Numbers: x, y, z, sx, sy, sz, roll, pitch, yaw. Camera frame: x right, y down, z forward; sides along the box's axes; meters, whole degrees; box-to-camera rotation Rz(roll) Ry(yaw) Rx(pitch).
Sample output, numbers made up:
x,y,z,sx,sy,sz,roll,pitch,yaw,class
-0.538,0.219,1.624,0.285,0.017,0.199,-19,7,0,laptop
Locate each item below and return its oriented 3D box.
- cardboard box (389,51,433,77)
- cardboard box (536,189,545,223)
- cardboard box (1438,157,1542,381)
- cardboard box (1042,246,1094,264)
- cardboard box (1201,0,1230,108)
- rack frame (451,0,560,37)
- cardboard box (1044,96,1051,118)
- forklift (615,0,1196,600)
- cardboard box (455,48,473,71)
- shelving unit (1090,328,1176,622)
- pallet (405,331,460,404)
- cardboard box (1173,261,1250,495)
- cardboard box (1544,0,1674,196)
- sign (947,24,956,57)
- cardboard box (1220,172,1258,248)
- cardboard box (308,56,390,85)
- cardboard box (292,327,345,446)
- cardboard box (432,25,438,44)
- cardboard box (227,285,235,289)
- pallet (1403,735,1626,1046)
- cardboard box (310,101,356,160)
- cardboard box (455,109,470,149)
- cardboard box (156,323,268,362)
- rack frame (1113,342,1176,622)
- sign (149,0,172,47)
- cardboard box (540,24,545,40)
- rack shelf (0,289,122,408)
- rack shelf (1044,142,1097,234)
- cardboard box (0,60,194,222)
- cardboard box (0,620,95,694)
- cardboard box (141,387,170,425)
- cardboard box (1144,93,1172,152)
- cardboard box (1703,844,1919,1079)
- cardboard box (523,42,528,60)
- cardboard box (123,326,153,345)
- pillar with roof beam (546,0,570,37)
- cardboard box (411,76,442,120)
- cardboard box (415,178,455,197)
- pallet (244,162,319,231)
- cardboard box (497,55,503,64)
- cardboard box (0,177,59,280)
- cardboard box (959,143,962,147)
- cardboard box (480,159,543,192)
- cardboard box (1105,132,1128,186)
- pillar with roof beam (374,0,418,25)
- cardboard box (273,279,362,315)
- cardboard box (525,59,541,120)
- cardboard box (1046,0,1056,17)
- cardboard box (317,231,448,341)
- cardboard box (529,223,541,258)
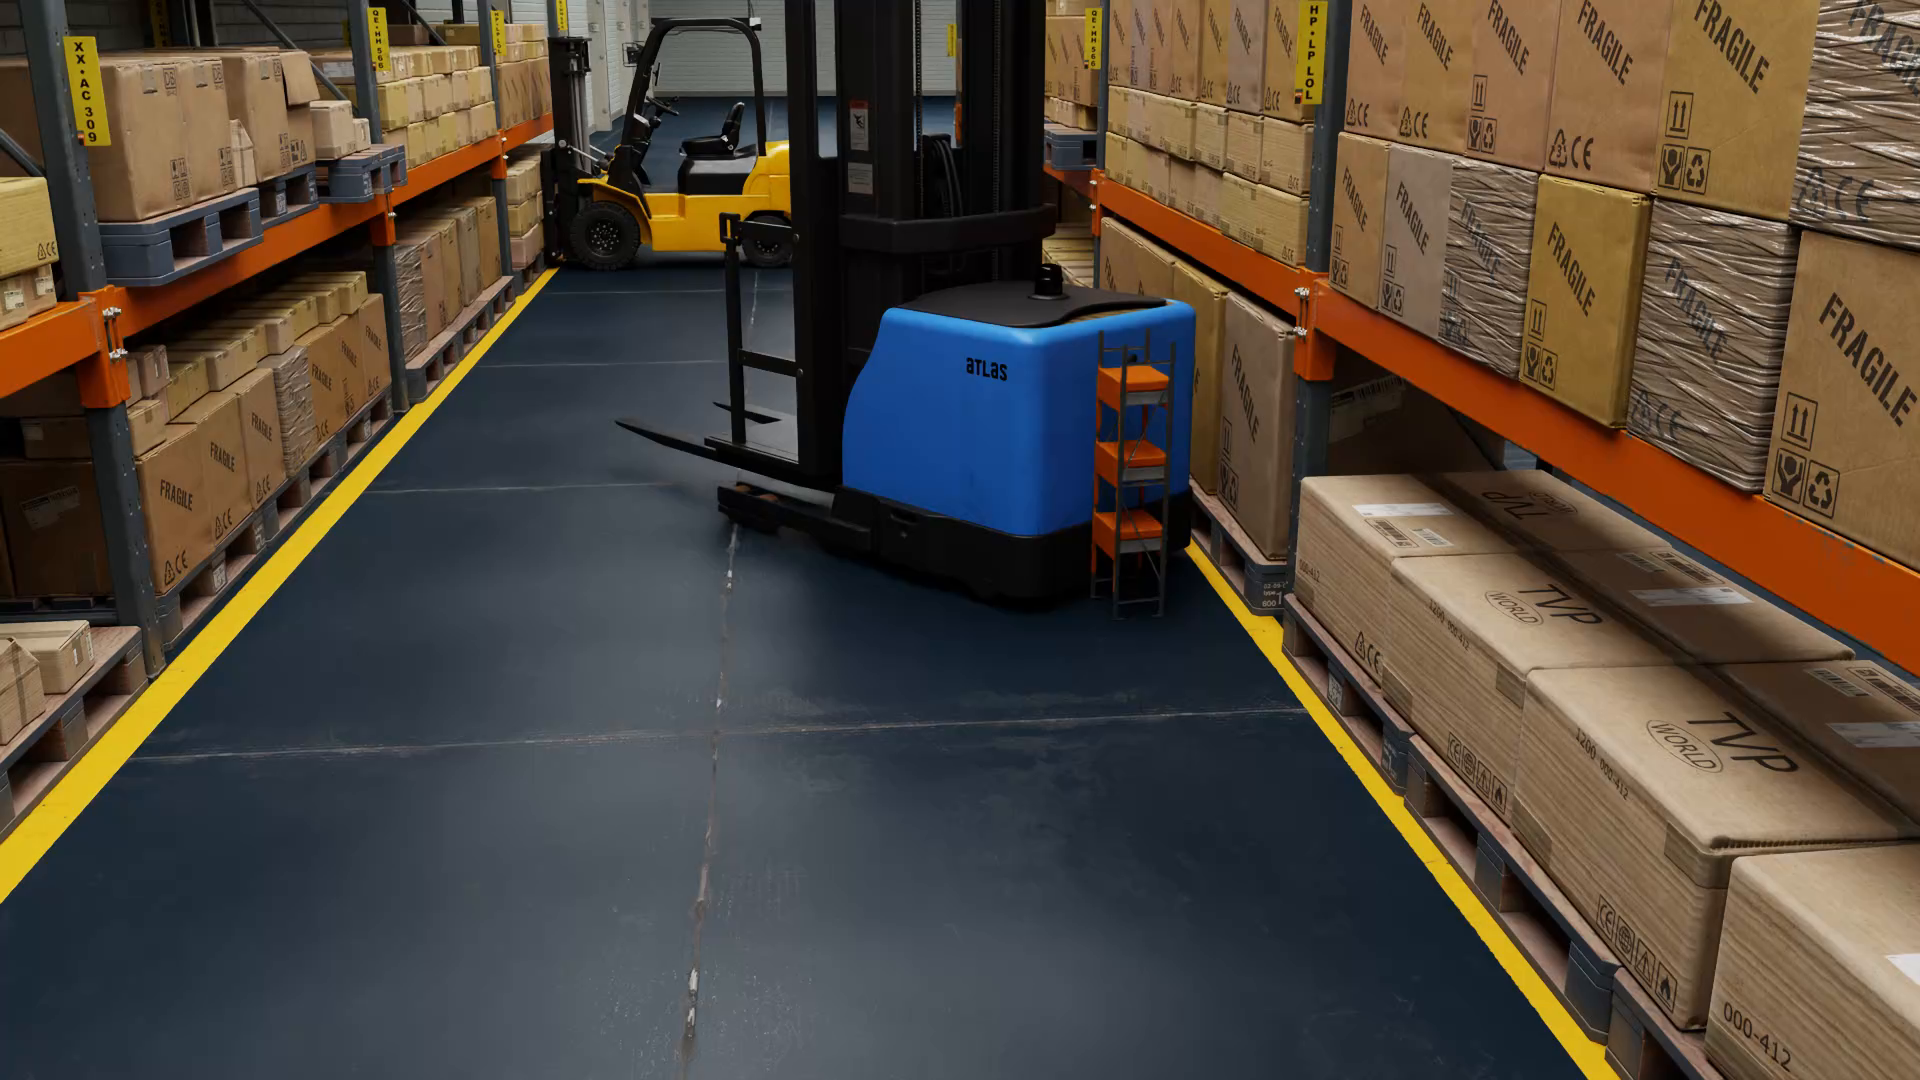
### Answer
x,y,z,sx,sy,sz,roll,pitch,yaw,class
-3.536,-2.991,10.446,0.380,0.149,0.250,-1,17,-4,cardboard box
-3.902,-2.918,14.518,0.500,0.250,0.500,-2,18,-6,cardboard box
1.578,-0.709,4.262,0.500,0.500,0.500,-2,18,-5,cardboard box
1.079,-1.861,11.782,0.950,0.372,0.625,-1,17,-4,cardboard box
1.308,-2.064,6.907,0.500,0.500,0.500,-1,17,-4,cardboard box
-4.477,-4.529,16.595,1.000,3.000,0.127,-2,18,-6,rack frame
0.778,-2.930,11.220,0.380,0.149,0.250,-2,18,-7,cardboard box
-0.436,-1.531,7.162,1.130,2.935,3.031,-16,24,-42,forklift
-3.632,-3.374,11.667,0.380,0.149,0.250,-2,18,-7,cardboard box
0.637,-0.240,6.174,0.215,1.050,0.252,-5,20,-15,shelving unit
-3.698,-1.061,10.206,1.003,0.211,1.213,-2,18,-6,pallet
1.453,-0.746,7.391,0.875,0.875,0.875,-1,17,-4,cardboard box
1.642,-1.030,3.612,0.500,0.500,0.500,-2,18,-6,cardboard box
-0.080,-5.080,16.904,0.100,0.325,0.005,-2,18,-6,sign
1.349,-1.314,6.606,0.500,0.250,0.500,-2,18,-6,cardboard box
-3.392,-2.607,9.222,0.380,0.149,0.250,-1,17,-4,cardboard box
-3.297,-0.729,7.962,0.500,0.500,0.500,-1,17,-3,cardboard box
-4.424,-4.076,13.407,0.380,0.149,0.250,-2,18,-6,cardboard box
-3.908,-1.218,8.437,0.380,0.149,0.250,-1,17,-4,cardboard box
1.827,0.816,4.227,1.003,0.211,1.213,-2,18,-6,pallet
-3.222,-1.970,7.993,0.500,0.250,0.500,-3,18,-8,cardboard box
-3.675,-2.825,11.418,0.500,0.250,0.500,-2,18,-5,cardboard box
-3.266,-0.853,7.274,0.380,0.149,0.250,-2,18,-5,cardboard box
0.669,-0.201,6.063,0.200,1.050,0.008,-5,20,-15,rack frame
-4.204,-2.680,8.772,0.100,0.325,0.005,-2,18,-6,sign
-4.121,-4.778,15.642,0.380,0.149,0.250,-1,17,-4,cardboard box
-3.033,-0.015,3.417,1.077,0.370,4.000,-2,18,-6,rack shelf
1.078,-2.552,11.501,1.077,0.370,4.000,-2,18,-6,rack shelf
-3.067,-1.353,5.610,0.700,0.500,0.500,-1,17,-4,cardboard box
-2.890,0.363,5.071,0.380,0.149,0.250,-2,18,-7,cardboard box
-3.118,-0.466,6.043,0.380,0.149,0.250,-2,18,-7,cardboard box
1.182,-2.005,7.972,0.500,0.250,0.500,-2,18,-6,cardboard box
1.942,0.912,2.840,0.875,0.438,0.875,-2,18,-8,cardboard box
-3.976,-4.259,14.484,0.380,0.149,0.250,-2,18,-7,cardboard box
-3.736,-0.832,7.209,0.380,0.149,0.250,-2,18,-8,cardboard box
-2.258,-10.864,26.758,9.100,9.000,0.400,-2,18,-6,pillar with roof beam
-3.542,-2.758,10.369,0.500,0.250,0.500,-2,18,-7,cardboard box
-4.308,-2.843,13.446,0.500,0.250,0.500,-1,17,-5,cardboard box
-3.447,-1.475,7.186,1.003,0.211,1.213,-2,18,-6,pallet
-3.864,-3.875,13.261,0.380,0.149,0.250,-1,17,-4,cardboard box
-2.945,-0.880,4.725,0.500,0.250,0.500,-1,17,-4,cardboard box
0.271,-3.674,16.508,0.500,0.500,0.500,-2,18,-7,cardboard box
-3.908,-3.157,14.445,0.500,0.250,0.500,-1,17,-4,cardboard box
1.085,-2.075,9.028,0.500,0.250,0.500,-2,18,-7,cardboard box
-1.020,-7.289,15.370,9.100,9.000,0.400,-2,18,-6,pillar with roof beam
-3.291,-1.243,8.517,0.380,0.149,0.250,-3,18,-9,cardboard box
-4.005,-3.981,14.683,0.500,0.500,0.500,-2,18,-5,cardboard box
0.783,-3.720,11.569,0.380,0.149,0.250,-1,17,-3,cardboard box
-3.778,-1.593,10.508,0.875,0.625,0.625,-1,17,-4,cardboard box
-3.853,-2.531,14.120,0.500,0.250,0.500,-2,18,-7,cardboard box
